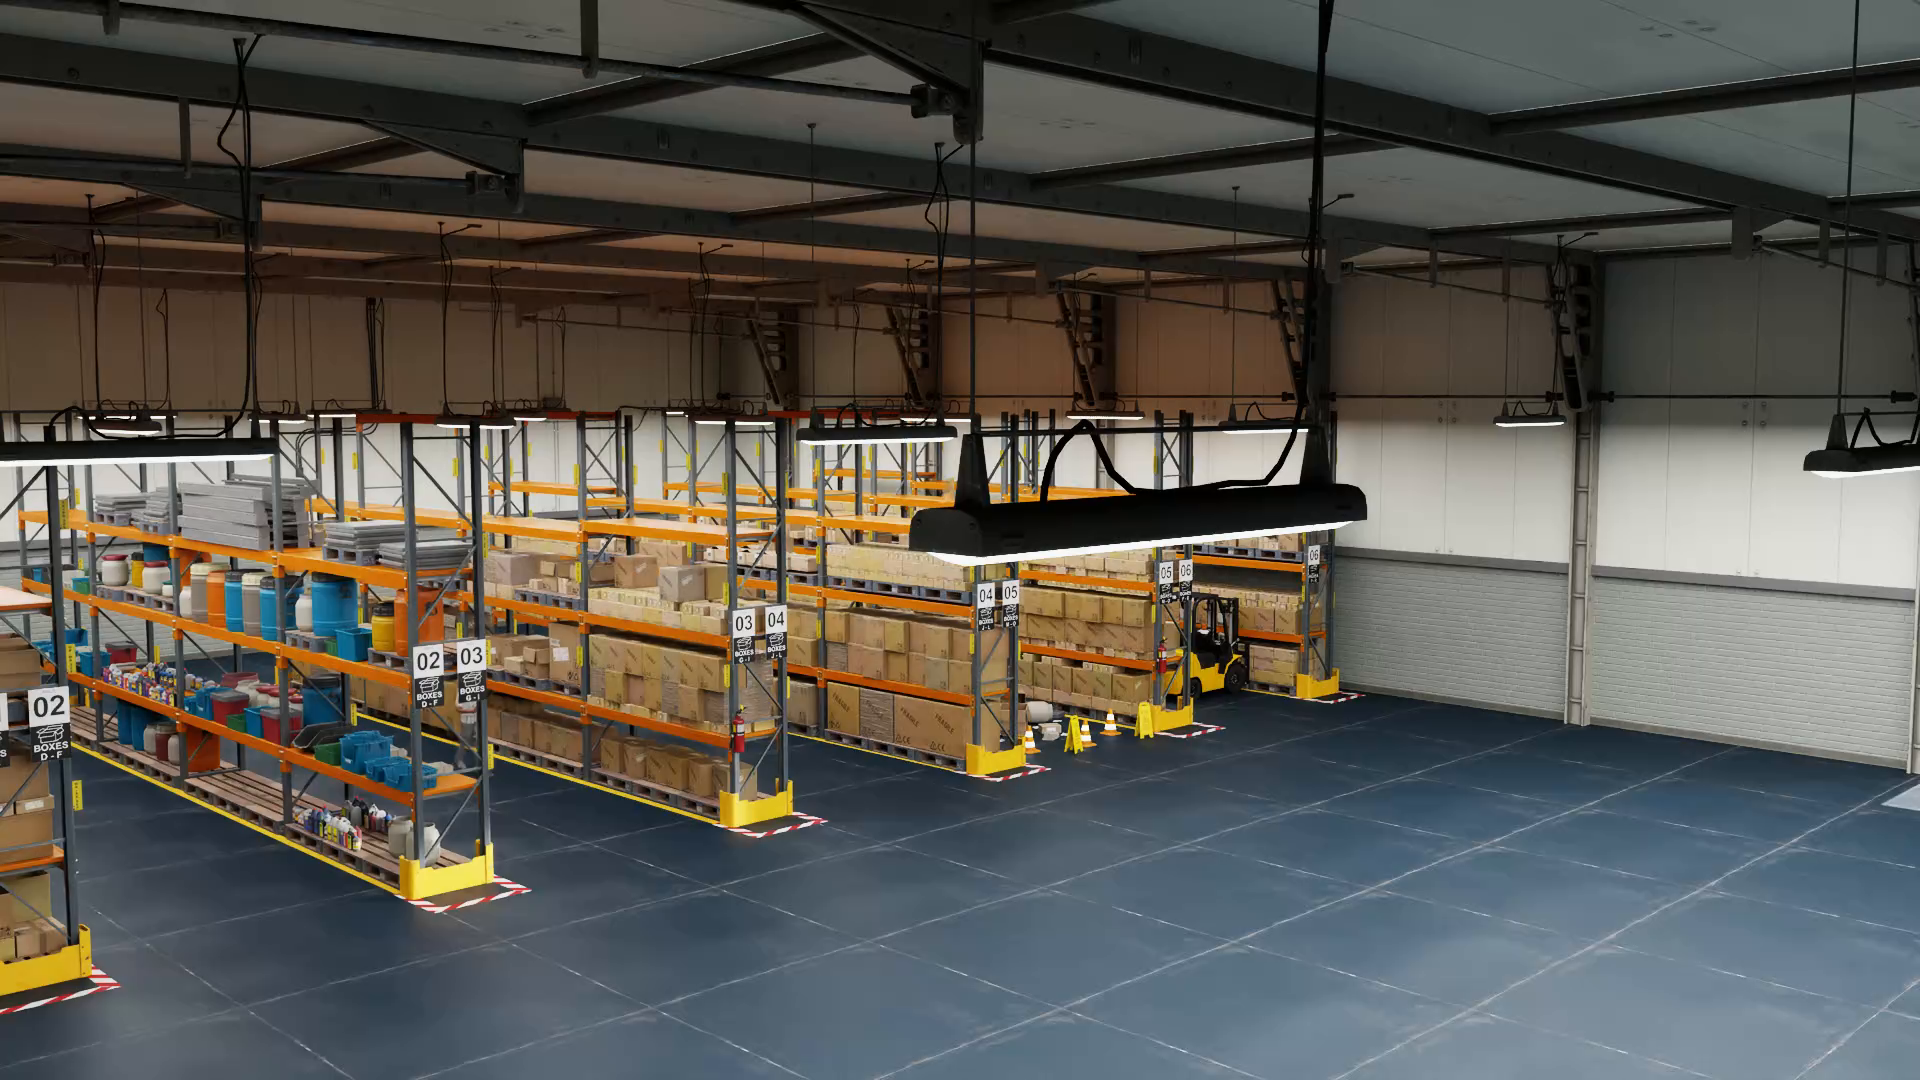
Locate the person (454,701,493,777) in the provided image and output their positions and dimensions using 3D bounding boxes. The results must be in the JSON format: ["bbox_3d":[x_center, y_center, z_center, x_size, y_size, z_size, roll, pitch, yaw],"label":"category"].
[{"bbox_3d":[-8.163,3.058,27.765,0.907,1.715,0.577,4,7,42],"label":"person"}]

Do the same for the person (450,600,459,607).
[{"bbox_3d":[-11.601,2.207,37.903,0.754,1.678,0.510,-2,5,-22],"label":"person"}]
